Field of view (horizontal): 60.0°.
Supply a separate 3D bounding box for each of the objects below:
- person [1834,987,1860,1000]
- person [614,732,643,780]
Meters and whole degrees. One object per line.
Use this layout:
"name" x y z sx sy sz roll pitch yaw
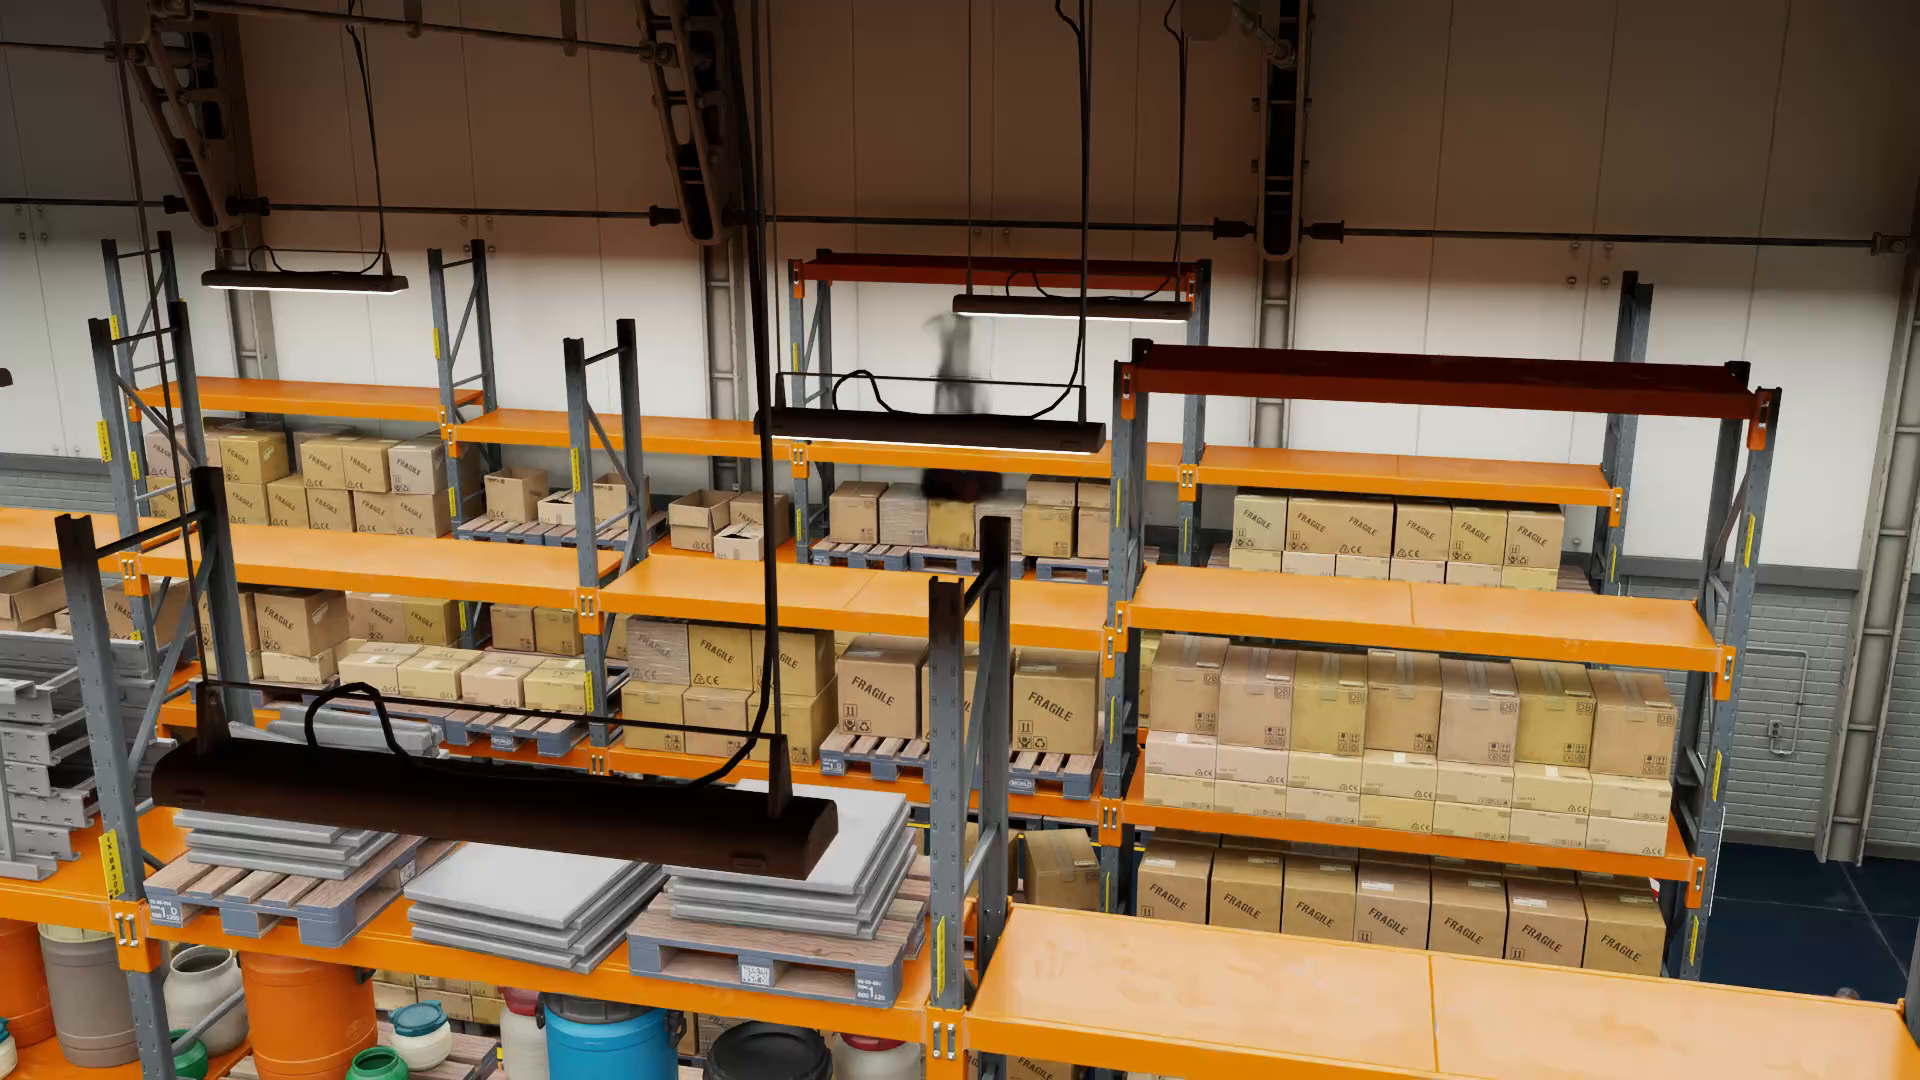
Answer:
"person" 6.439 3.938 12.116 0.575 1.648 0.962 15 22 41
"person" -3.265 2.489 16.857 0.868 1.717 0.596 3 17 10
